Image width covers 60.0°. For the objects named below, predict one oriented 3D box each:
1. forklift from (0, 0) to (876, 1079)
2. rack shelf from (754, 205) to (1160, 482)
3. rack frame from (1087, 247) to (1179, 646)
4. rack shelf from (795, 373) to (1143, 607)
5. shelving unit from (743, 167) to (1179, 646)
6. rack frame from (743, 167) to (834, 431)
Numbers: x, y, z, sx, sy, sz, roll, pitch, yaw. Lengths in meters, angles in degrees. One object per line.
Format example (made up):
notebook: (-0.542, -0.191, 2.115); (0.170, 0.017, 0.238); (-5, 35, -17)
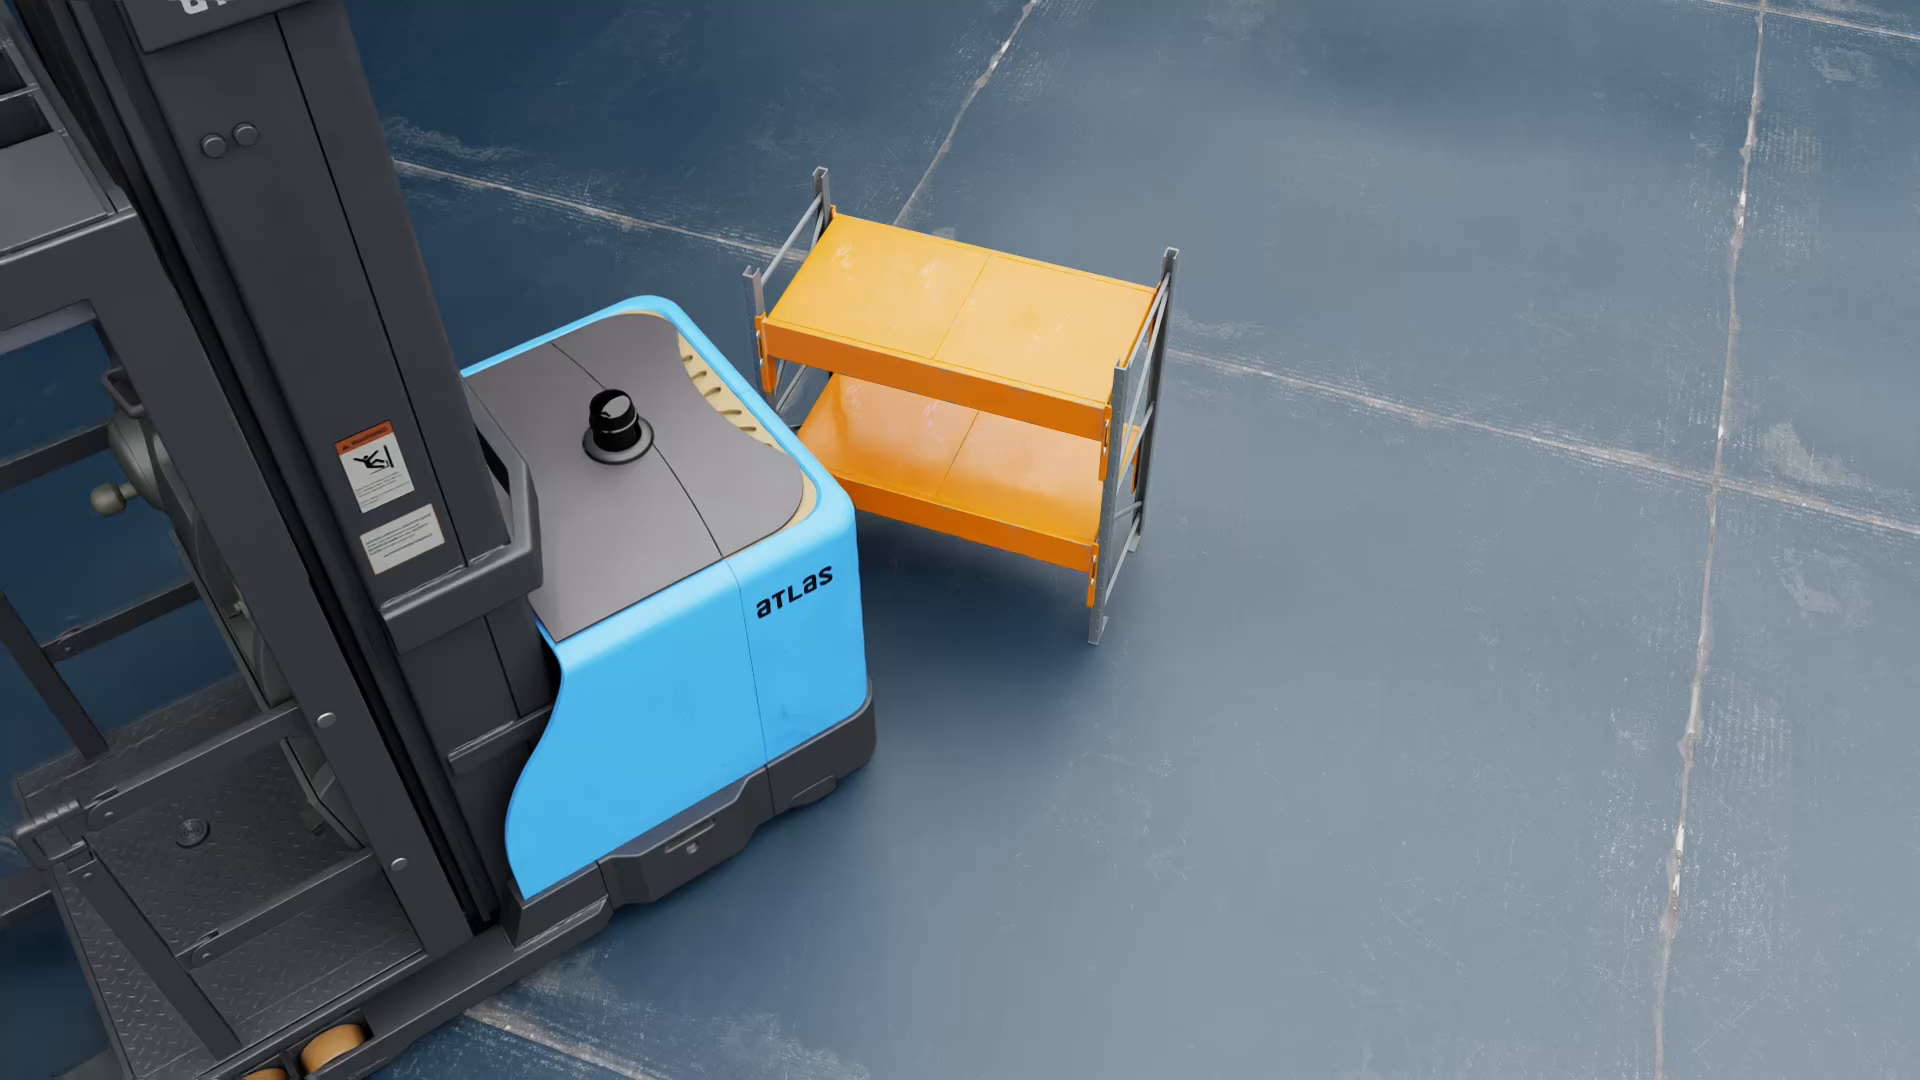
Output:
forklift: (-1.732, 0.010, 3.302); (3.031, 2.935, 1.130); (-28, 55, -22)
rack shelf: (0.006, -0.558, 4.602); (1.000, 0.278, 0.538); (16, 51, 13)
rack frame: (0.483, -0.234, 4.708); (0.032, 1.125, 0.500); (16, 51, 13)
rack shelf: (0.006, -0.207, 5.008); (1.000, 0.278, 0.538); (16, 51, 13)
shelving unit: (0.006, -0.367, 4.823); (1.048, 1.125, 0.538); (16, 51, 13)
rack frame: (-0.471, -0.500, 4.939); (0.032, 1.125, 0.500); (16, 51, 13)
